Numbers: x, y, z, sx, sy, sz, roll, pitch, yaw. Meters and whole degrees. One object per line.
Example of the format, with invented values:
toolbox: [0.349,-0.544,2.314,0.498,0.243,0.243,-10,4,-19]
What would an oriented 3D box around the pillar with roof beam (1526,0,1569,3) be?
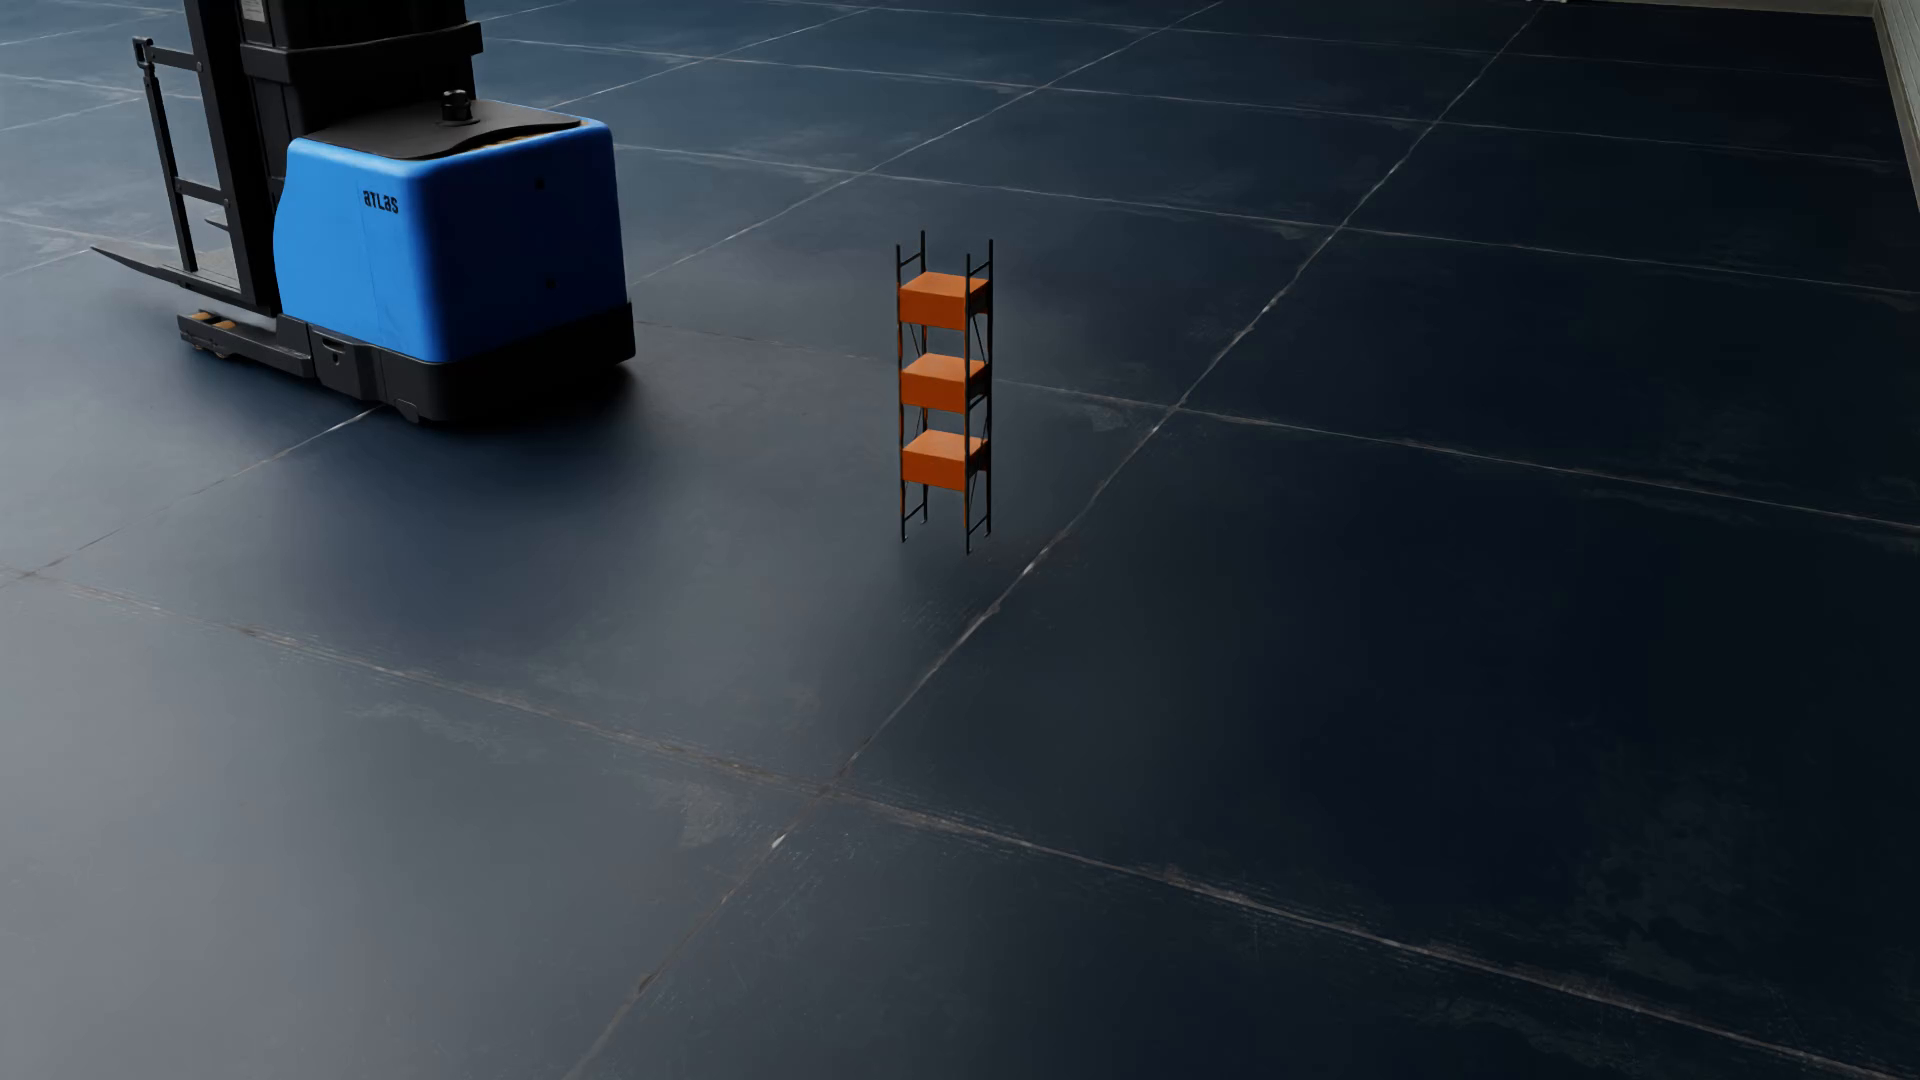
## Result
pillar with roof beam: [4.200,-7.803,11.412,0.400,9.000,9.100,11,28,22]

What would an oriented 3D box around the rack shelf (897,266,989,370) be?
rack shelf: [-0.049,-0.726,5.417,0.240,0.259,0.215,11,28,22]

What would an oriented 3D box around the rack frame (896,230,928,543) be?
rack frame: [-0.160,-0.503,5.583,0.008,1.050,0.200,11,28,22]

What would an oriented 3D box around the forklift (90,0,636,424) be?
forklift: [-2.889,-2.286,7.075,3.031,2.935,1.130,19,32,33]

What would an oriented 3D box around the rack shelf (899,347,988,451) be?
rack shelf: [-0.049,-0.471,5.543,0.240,0.259,0.215,11,28,22]

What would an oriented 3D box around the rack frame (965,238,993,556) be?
rack frame: [0.062,-0.458,5.493,0.008,1.050,0.200,11,28,22]

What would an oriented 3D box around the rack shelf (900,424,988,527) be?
rack shelf: [-0.049,-0.222,5.665,0.240,0.259,0.215,11,28,22]

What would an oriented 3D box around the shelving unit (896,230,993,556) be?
shelving unit: [-0.049,-0.481,5.538,0.252,1.050,0.215,11,28,22]
